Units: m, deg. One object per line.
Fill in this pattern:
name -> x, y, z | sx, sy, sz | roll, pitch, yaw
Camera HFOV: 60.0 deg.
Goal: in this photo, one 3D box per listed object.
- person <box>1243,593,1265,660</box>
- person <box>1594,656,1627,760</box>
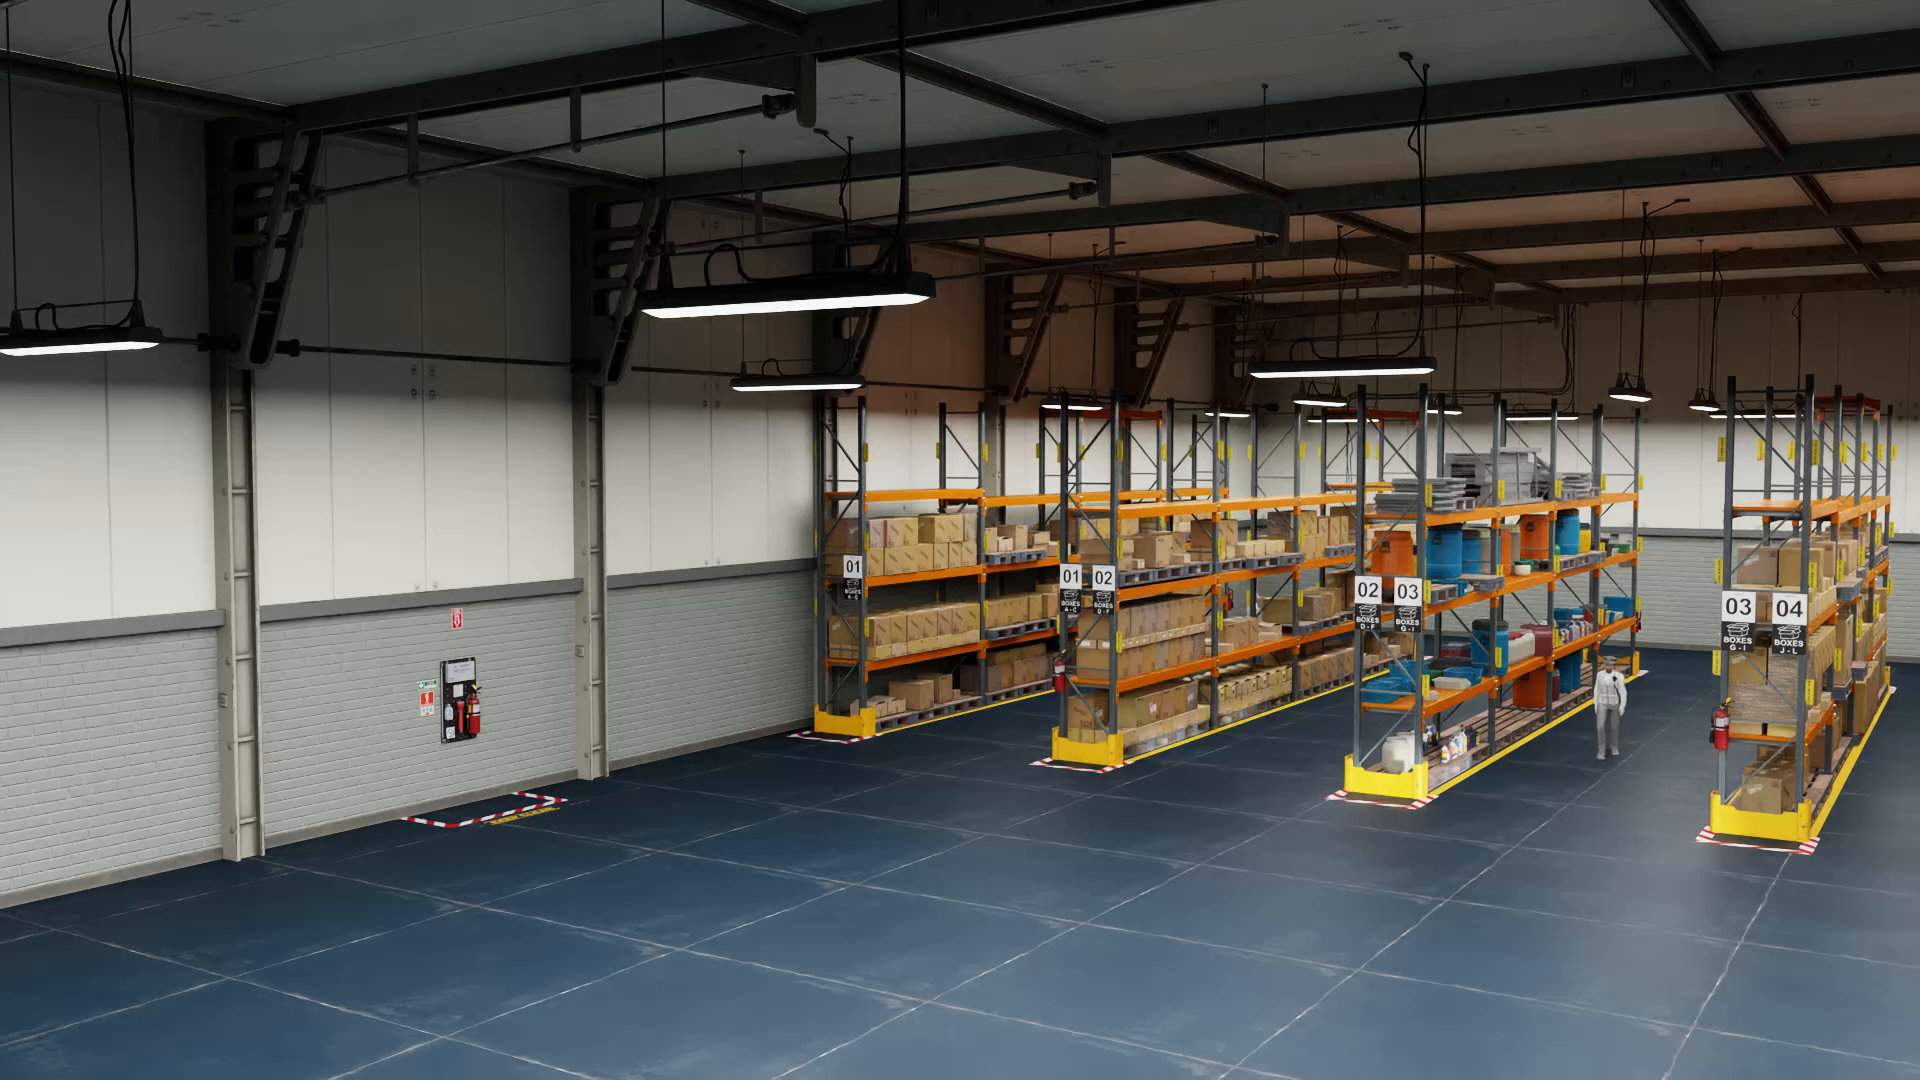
person -> 7.100, 2.070, 39.954 | 0.871, 1.627, 0.499 | -1, 3, -10
person -> 10.678, 2.749, 27.322 | 0.530, 1.690, 0.608 | 2, 4, 32
